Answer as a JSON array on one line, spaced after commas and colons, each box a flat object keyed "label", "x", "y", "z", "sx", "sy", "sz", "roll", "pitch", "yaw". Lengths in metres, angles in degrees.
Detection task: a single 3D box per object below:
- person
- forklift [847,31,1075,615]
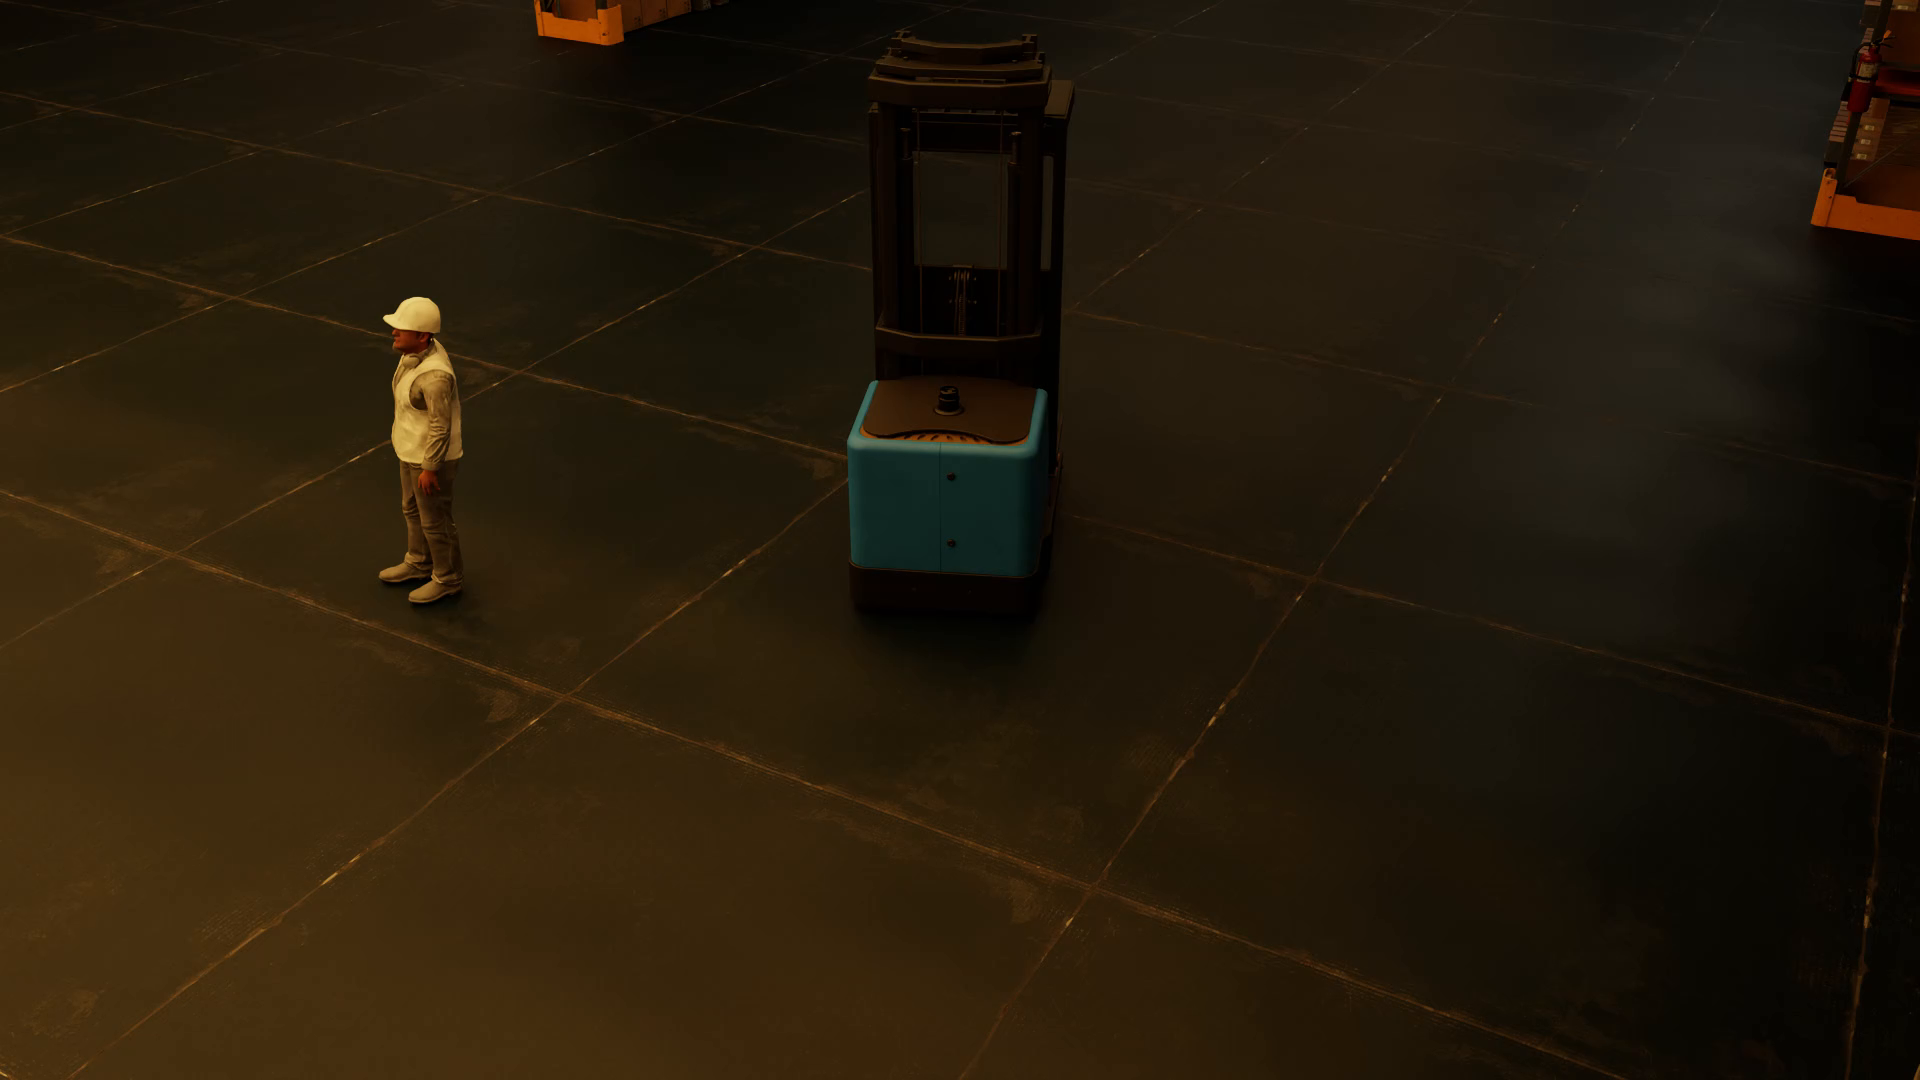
[{"label": "person", "x": -2.970, "y": -0.474, "z": 9.035, "sx": 0.566, "sy": 1.775, "sz": 0.634, "roll": -14, "pitch": 33, "yaw": -22}, {"label": "forklift", "x": 0.072, "y": -1.572, "z": 9.794, "sx": 1.130, "sy": 2.935, "sz": 3.031, "roll": 3, "pitch": 30, "yaw": 6}]
